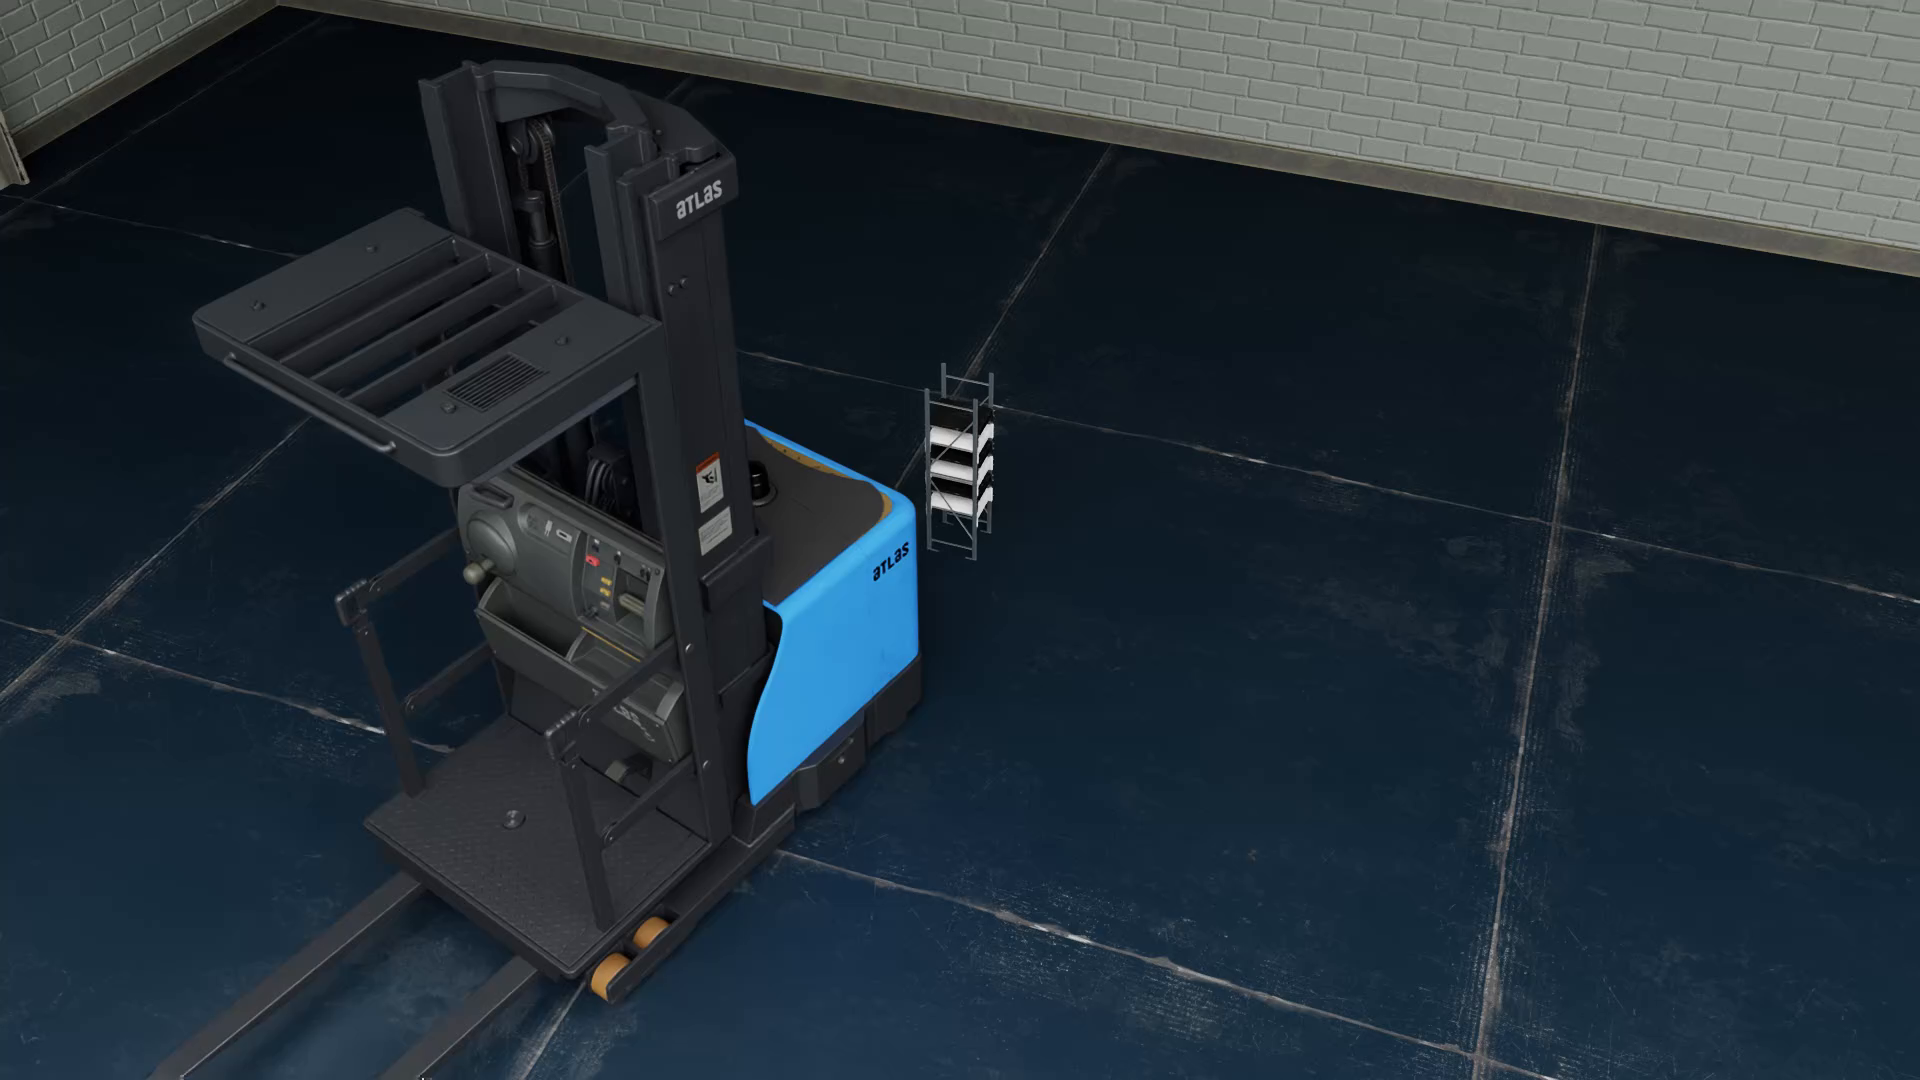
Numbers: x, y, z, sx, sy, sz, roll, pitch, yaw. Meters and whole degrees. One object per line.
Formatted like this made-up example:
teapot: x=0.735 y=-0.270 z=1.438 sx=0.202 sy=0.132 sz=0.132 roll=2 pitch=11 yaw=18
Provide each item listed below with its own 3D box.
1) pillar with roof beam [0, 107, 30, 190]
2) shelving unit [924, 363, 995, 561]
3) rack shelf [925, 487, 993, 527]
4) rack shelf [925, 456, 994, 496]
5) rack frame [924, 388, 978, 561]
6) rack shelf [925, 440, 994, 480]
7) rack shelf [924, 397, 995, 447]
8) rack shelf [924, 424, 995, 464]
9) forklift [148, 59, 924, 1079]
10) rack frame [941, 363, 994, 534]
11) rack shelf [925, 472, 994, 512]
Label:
pillar with roof beam: x=-1.928 y=-4.608 z=6.171 sx=9.100 sy=9.000 sz=0.400 roll=13 pitch=42 yaw=15
shelving unit: x=-0.003 y=-0.337 z=7.406 sx=0.258 sy=0.900 sz=0.210 roll=13 pitch=42 yaw=15
rack shelf: x=-0.003 y=-0.175 z=7.544 sx=0.258 sy=0.077 sz=0.200 roll=13 pitch=42 yaw=15
rack shelf: x=-0.003 y=-0.312 z=7.427 sx=0.258 sy=0.077 sz=0.200 roll=13 pitch=42 yaw=15
rack frame: x=-0.038 y=-0.275 z=7.333 sx=0.240 sy=0.900 sz=0.006 roll=13 pitch=42 yaw=15
rack shelf: x=-0.003 y=-0.380 z=7.369 sx=0.258 sy=0.077 sz=0.200 roll=13 pitch=42 yaw=15
rack shelf: x=-0.003 y=-0.517 z=7.252 sx=0.258 sy=0.077 sz=0.200 roll=13 pitch=42 yaw=15
rack shelf: x=-0.003 y=-0.449 z=7.311 sx=0.258 sy=0.077 sz=0.200 roll=13 pitch=42 yaw=15
forklift: x=-1.433 y=0.132 z=5.291 sx=1.130 sy=2.935 sz=3.031 roll=26 pitch=47 yaw=27
rack frame: x=0.032 y=-0.399 z=7.478 sx=0.240 sy=0.900 sz=0.006 roll=13 pitch=42 yaw=15
rack shelf: x=-0.003 y=-0.244 z=7.486 sx=0.258 sy=0.077 sz=0.200 roll=13 pitch=42 yaw=15
